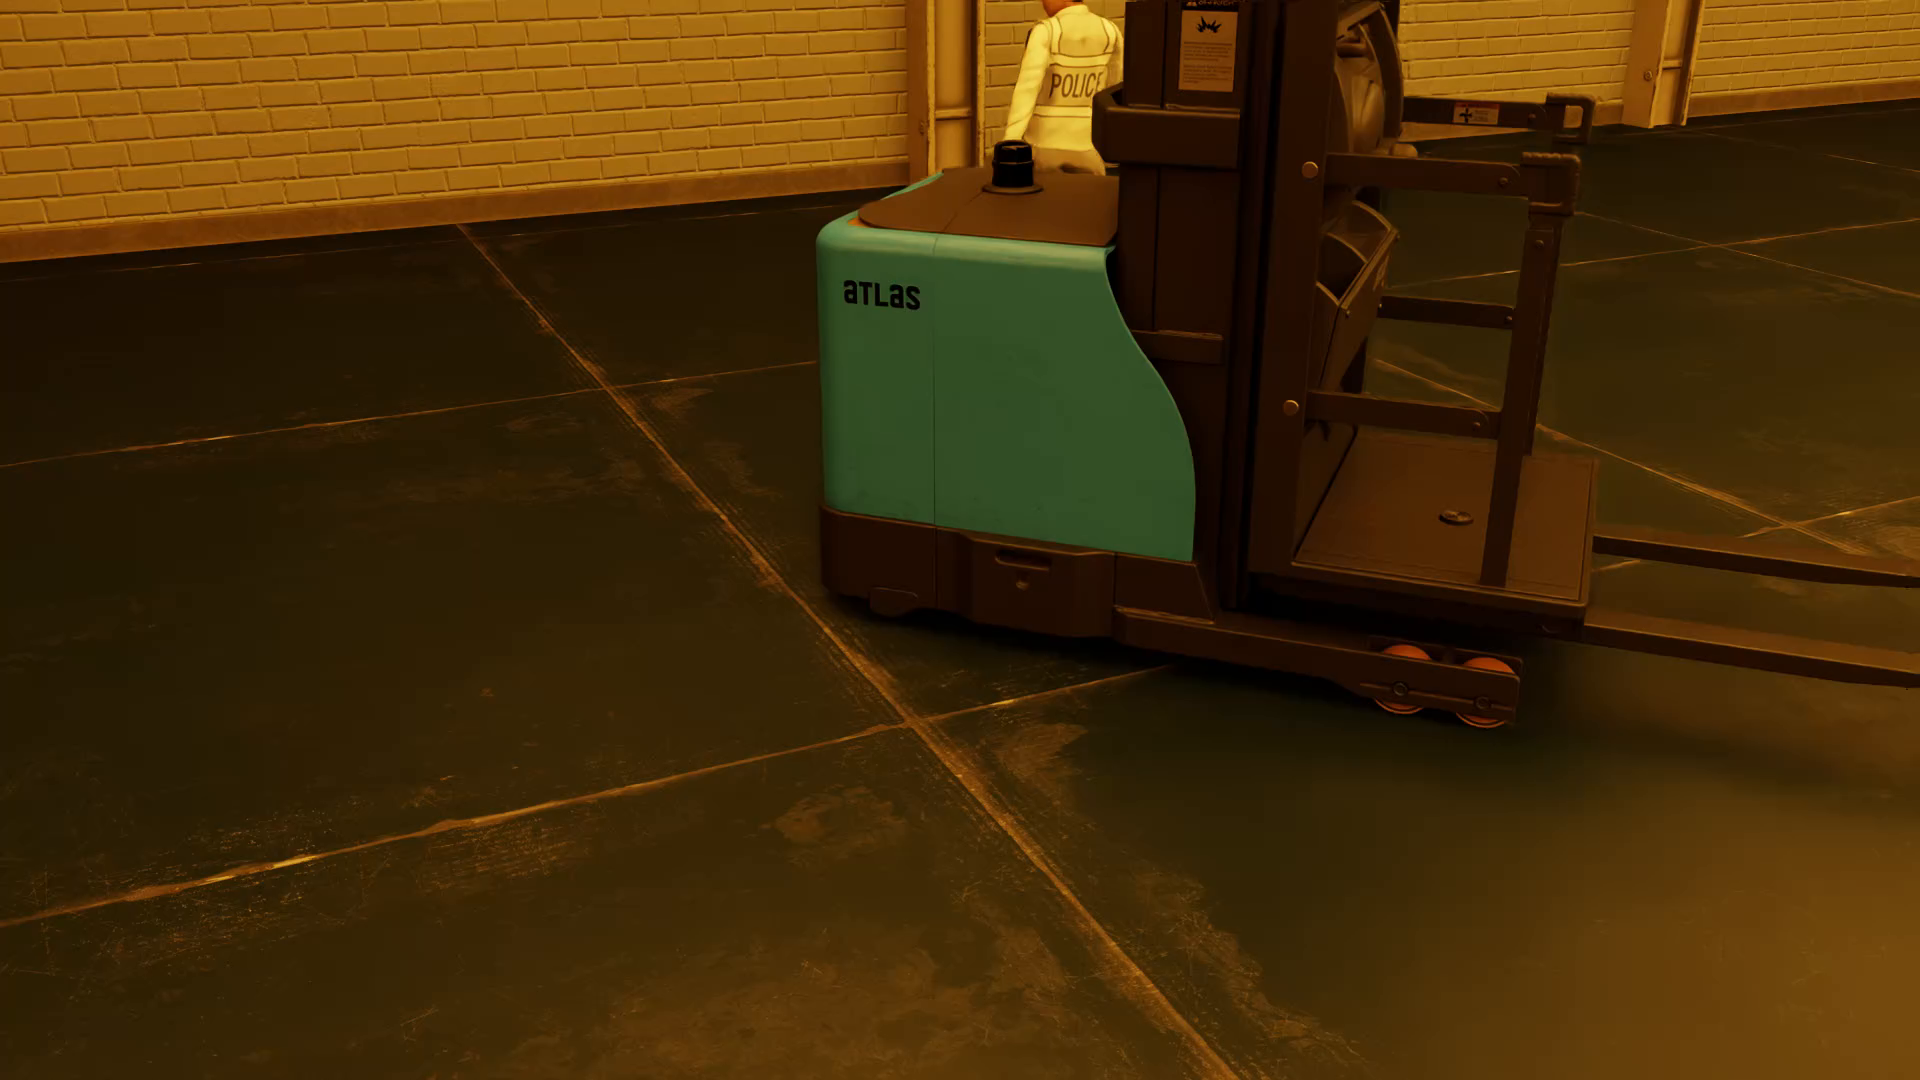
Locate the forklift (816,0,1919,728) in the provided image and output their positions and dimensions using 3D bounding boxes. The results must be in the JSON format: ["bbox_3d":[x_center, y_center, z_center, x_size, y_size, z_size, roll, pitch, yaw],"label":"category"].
[{"bbox_3d":[1.185,-1.130,4.007,3.031,2.935,1.130,8,24,19],"label":"forklift"}]

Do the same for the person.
[{"bbox_3d":[0.420,-1.661,7.056,0.559,1.597,0.710,-3,23,-6],"label":"person"}]
